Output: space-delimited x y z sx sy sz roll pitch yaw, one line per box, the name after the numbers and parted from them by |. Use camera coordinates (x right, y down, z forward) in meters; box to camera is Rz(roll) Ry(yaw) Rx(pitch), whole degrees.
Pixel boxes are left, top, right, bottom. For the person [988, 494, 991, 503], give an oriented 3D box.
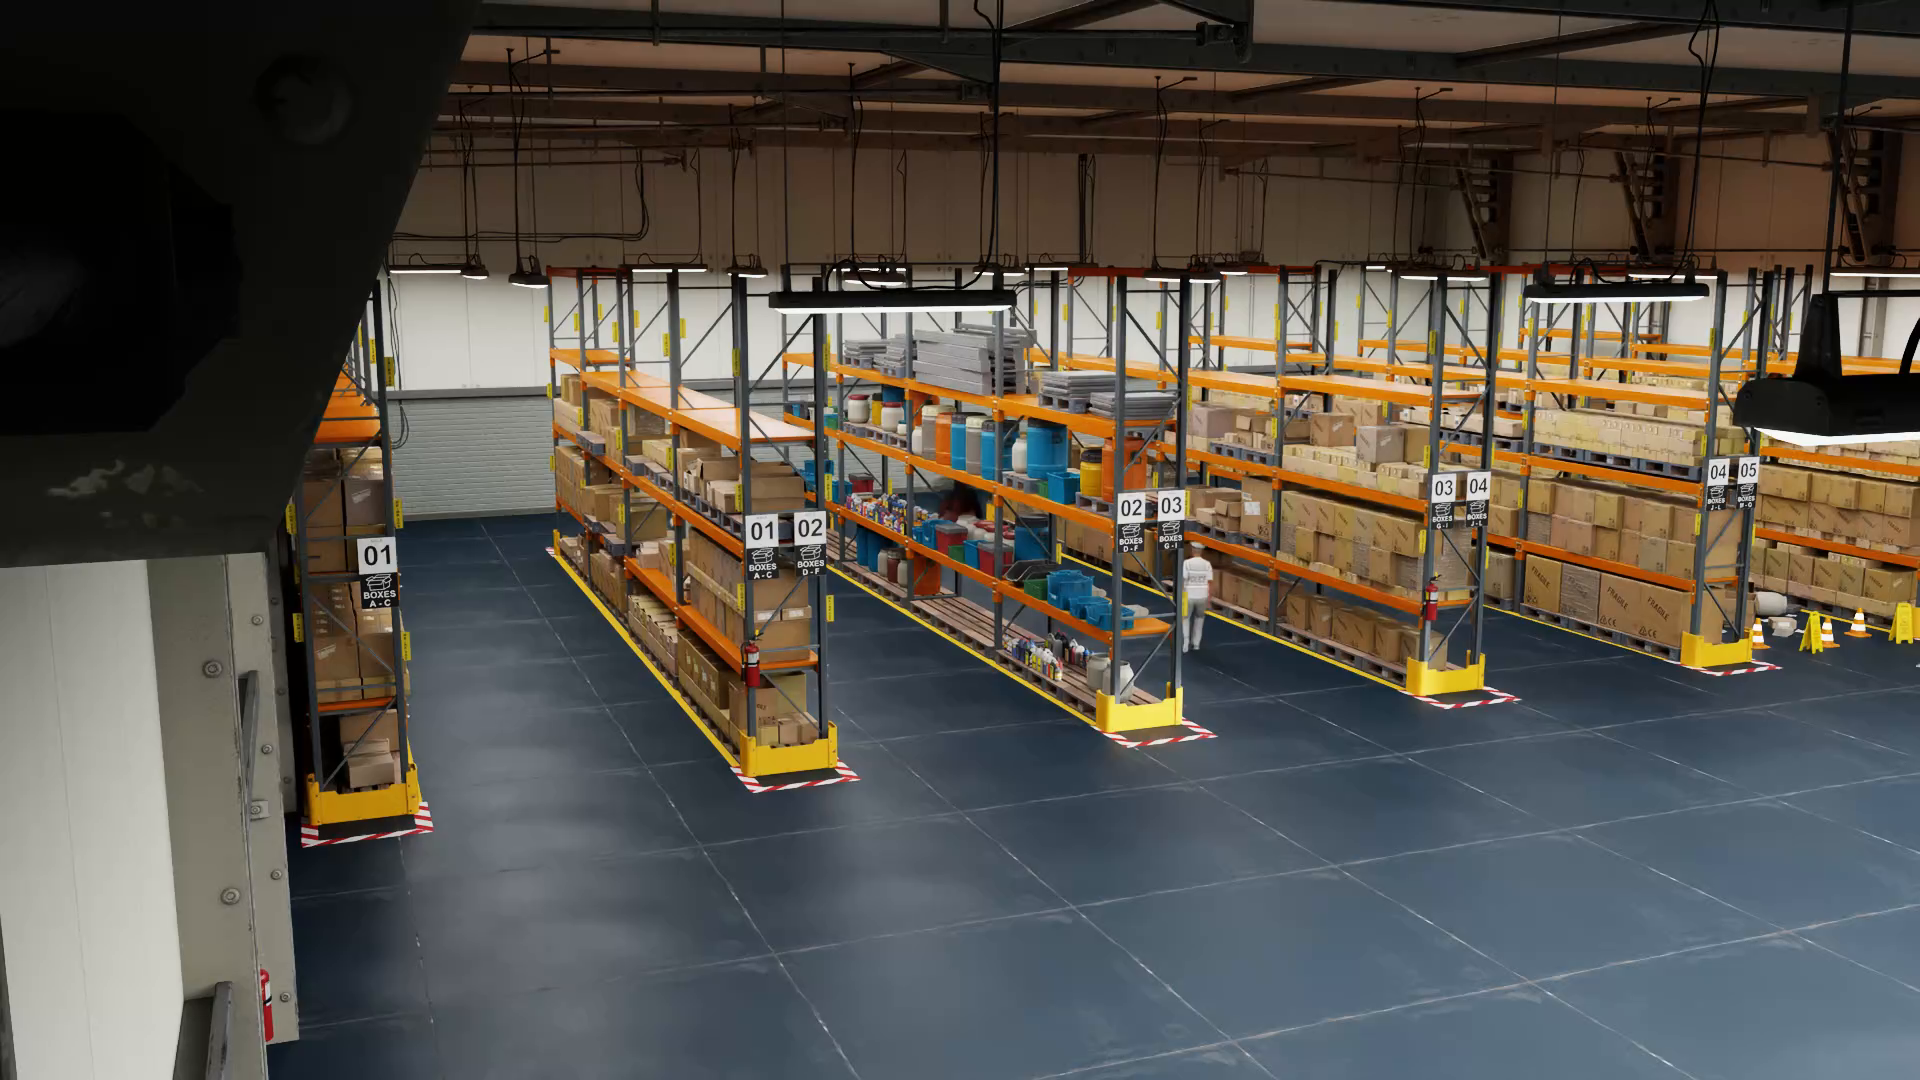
1.132 -1.671 41.203 0.671 1.738 1.086 -9 13 -41 | person

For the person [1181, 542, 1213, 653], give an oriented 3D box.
3.716 0.917 26.239 0.529 1.747 0.534 2 10 13 | person

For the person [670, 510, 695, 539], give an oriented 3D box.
-5.498 -0.326 33.715 0.693 1.800 0.876 -4 11 -23 | person
